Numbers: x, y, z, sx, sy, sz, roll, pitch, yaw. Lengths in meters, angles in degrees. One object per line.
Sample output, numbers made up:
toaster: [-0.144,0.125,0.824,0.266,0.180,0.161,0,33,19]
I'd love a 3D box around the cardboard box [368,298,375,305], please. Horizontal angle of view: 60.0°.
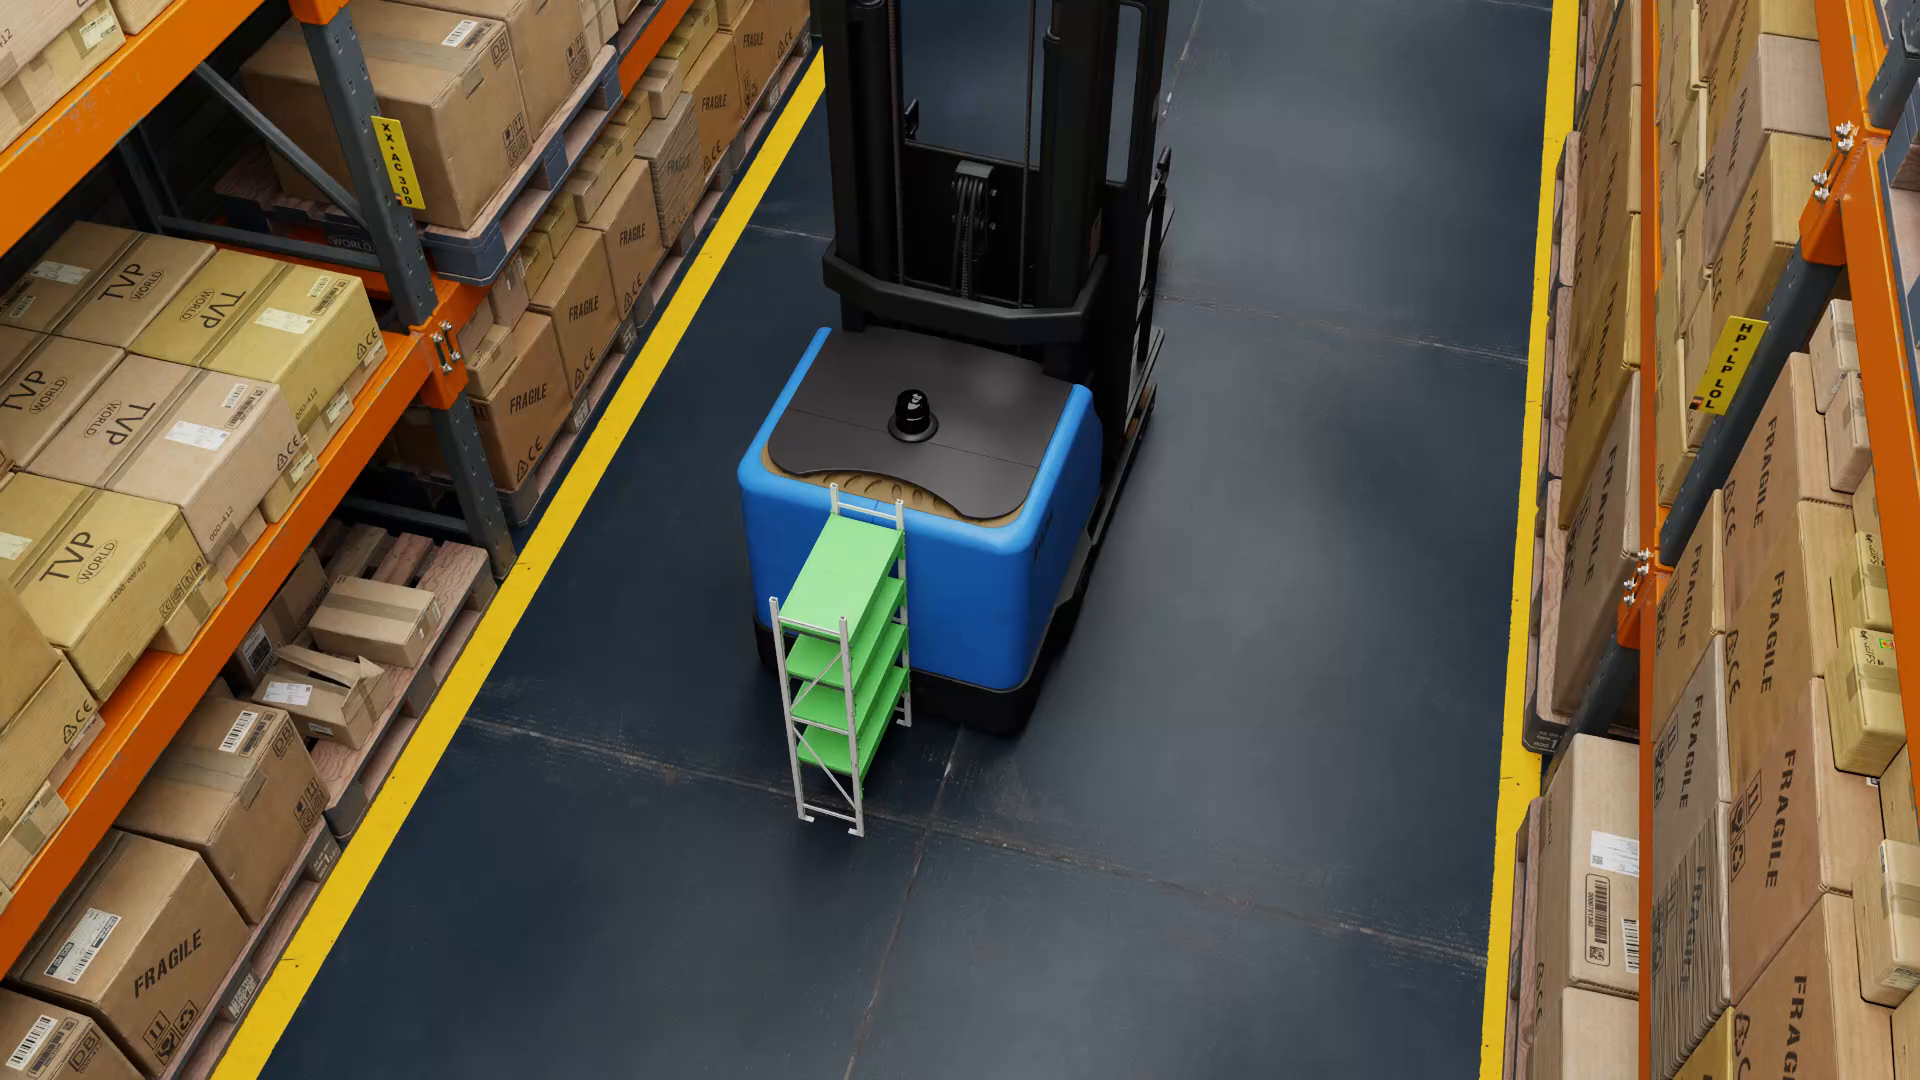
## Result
cardboard box: [-2.436,-0.822,6.348,0.380,0.149,0.250,10,49,9]

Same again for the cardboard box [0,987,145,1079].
cardboard box: [-2.792,1.575,4.665,0.700,0.500,0.500,13,50,12]

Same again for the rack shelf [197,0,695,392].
rack shelf: [-1.728,-2.181,7.073,1.077,0.370,4.000,12,50,10]

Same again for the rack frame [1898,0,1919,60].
rack frame: [2.535,-1.981,2.415,1.000,3.000,0.127,12,50,10]

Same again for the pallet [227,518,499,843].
pallet: [-2.436,0.447,6.134,1.003,0.211,1.213,12,50,10]

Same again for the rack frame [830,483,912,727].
rack frame: [-0.292,0.252,5.646,0.240,1.200,0.015,14,50,12]

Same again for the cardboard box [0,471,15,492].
cardboard box: [-2.908,0.021,4.551,0.500,0.250,0.500,13,50,11]

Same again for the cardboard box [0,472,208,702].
cardboard box: [-2.415,0.119,4.465,0.500,0.250,0.500,11,50,10]

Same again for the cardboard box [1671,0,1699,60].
cardboard box: [2.936,-1.955,6.160,0.500,0.250,0.500,11,50,10]

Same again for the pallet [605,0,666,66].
pallet: [-1.709,-2.394,6.910,1.003,0.211,1.213,12,50,10]

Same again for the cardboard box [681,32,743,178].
cardboard box: [-1.382,-2.090,7.900,0.500,0.500,0.500,14,50,12]

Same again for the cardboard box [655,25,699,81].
cardboard box: [-1.419,-2.237,7.597,0.380,0.149,0.250,11,49,9]

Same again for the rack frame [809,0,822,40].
rack frame: [-1.201,-3.866,8.080,1.000,3.000,0.127,12,50,10]

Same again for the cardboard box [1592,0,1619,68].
cardboard box: [3.747,-2.565,8.404,0.950,0.372,0.625,9,49,7]

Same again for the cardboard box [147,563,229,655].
cardboard box: [-2.322,0.151,4.702,0.380,0.149,0.250,11,49,9]

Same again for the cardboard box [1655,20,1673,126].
cardboard box: [2.955,-1.782,6.341,0.500,0.250,0.500,13,50,11]

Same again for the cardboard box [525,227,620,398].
cardboard box: [-1.779,-0.977,6.917,0.500,0.500,0.500,11,49,10]

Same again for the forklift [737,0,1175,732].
forklift: [0.198,-1.413,5.961,1.130,2.935,3.031,14,50,12]

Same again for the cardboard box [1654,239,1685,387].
cardboard box: [2.545,-0.688,5.376,0.500,0.250,0.500,11,49,10]

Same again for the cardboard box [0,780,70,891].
cardboard box: [-2.519,0.704,4.214,0.380,0.149,0.250,13,50,11]

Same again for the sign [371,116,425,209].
sign: [-1.729,-1.157,5.112,0.100,0.325,0.005,12,50,10]

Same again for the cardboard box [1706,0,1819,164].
cardboard box: [2.692,-1.471,5.233,0.500,0.500,0.500,13,50,11]

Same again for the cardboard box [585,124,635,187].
cardboard box: [-1.620,-1.663,7.090,0.380,0.149,0.250,13,50,11]

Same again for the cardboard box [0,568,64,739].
cardboard box: [-2.533,0.264,3.837,0.500,0.500,0.500,13,50,11]

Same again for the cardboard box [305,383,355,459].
cardboard box: [-2.142,-0.416,5.203,0.380,0.149,0.250,13,50,11]

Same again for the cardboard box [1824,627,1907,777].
cardboard box: [1.901,0.339,3.203,0.380,0.149,0.250,10,49,9]

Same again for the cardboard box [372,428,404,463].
cardboard box: [-2.410,-0.698,6.671,0.500,0.500,0.500,11,50,10]

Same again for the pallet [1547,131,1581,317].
pallet: [3.308,-1.411,7.773,1.003,0.211,1.213,12,50,10]

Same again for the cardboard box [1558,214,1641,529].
cardboard box: [2.852,-0.551,6.291,0.875,0.875,0.875,13,50,11]

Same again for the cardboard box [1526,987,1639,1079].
cardboard box: [2.032,1.794,4.514,0.875,0.438,0.875,10,49,9]

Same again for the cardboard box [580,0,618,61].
cardboard box: [-1.518,-1.996,6.239,0.396,0.266,0.258,14,50,12]

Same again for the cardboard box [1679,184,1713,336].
cardboard box: [2.541,-0.841,5.177,0.500,0.250,0.500,13,50,11]

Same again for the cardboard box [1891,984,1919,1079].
cardboard box: [1.754,0.900,2.708,0.380,0.149,0.250,13,50,11]

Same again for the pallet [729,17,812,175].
pallet: [-1.434,-2.410,8.655,1.003,0.211,1.213,12,50,10]

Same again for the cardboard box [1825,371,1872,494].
cardboard box: [2.150,-0.208,3.686,0.380,0.149,0.250,12,50,11]

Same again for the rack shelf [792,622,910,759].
rack shelf: [-0.370,0.468,5.541,0.258,0.148,0.480,14,50,12]

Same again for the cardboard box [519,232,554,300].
cardboard box: [-1.848,-1.109,6.602,0.380,0.149,0.250,9,49,8]

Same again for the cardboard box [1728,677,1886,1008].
cardboard box: [1.892,0.670,3.344,0.500,0.500,0.500,12,50,11]

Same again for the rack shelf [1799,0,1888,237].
rack shelf: [3.062,-2.197,5.086,1.077,0.370,4.000,12,50,10]

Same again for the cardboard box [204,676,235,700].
cardboard box: [-2.770,0.577,5.780,0.380,0.149,0.250,11,49,10]

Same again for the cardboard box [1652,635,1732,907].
cardboard box: [2.023,0.622,4.052,0.500,0.500,0.500,12,50,10]

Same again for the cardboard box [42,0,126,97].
cardboard box: [-2.210,-1.194,3.889,0.380,0.149,0.250,13,50,11]

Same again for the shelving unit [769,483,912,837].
shelving unit: [-0.370,0.425,5.493,0.258,1.200,0.503,14,50,12]

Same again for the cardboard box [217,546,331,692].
cardboard box: [-2.656,0.210,5.996,0.500,0.311,0.500,13,50,11]

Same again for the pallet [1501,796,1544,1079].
pallet: [2.260,1.462,5.238,1.003,0.211,1.213,12,50,10]
